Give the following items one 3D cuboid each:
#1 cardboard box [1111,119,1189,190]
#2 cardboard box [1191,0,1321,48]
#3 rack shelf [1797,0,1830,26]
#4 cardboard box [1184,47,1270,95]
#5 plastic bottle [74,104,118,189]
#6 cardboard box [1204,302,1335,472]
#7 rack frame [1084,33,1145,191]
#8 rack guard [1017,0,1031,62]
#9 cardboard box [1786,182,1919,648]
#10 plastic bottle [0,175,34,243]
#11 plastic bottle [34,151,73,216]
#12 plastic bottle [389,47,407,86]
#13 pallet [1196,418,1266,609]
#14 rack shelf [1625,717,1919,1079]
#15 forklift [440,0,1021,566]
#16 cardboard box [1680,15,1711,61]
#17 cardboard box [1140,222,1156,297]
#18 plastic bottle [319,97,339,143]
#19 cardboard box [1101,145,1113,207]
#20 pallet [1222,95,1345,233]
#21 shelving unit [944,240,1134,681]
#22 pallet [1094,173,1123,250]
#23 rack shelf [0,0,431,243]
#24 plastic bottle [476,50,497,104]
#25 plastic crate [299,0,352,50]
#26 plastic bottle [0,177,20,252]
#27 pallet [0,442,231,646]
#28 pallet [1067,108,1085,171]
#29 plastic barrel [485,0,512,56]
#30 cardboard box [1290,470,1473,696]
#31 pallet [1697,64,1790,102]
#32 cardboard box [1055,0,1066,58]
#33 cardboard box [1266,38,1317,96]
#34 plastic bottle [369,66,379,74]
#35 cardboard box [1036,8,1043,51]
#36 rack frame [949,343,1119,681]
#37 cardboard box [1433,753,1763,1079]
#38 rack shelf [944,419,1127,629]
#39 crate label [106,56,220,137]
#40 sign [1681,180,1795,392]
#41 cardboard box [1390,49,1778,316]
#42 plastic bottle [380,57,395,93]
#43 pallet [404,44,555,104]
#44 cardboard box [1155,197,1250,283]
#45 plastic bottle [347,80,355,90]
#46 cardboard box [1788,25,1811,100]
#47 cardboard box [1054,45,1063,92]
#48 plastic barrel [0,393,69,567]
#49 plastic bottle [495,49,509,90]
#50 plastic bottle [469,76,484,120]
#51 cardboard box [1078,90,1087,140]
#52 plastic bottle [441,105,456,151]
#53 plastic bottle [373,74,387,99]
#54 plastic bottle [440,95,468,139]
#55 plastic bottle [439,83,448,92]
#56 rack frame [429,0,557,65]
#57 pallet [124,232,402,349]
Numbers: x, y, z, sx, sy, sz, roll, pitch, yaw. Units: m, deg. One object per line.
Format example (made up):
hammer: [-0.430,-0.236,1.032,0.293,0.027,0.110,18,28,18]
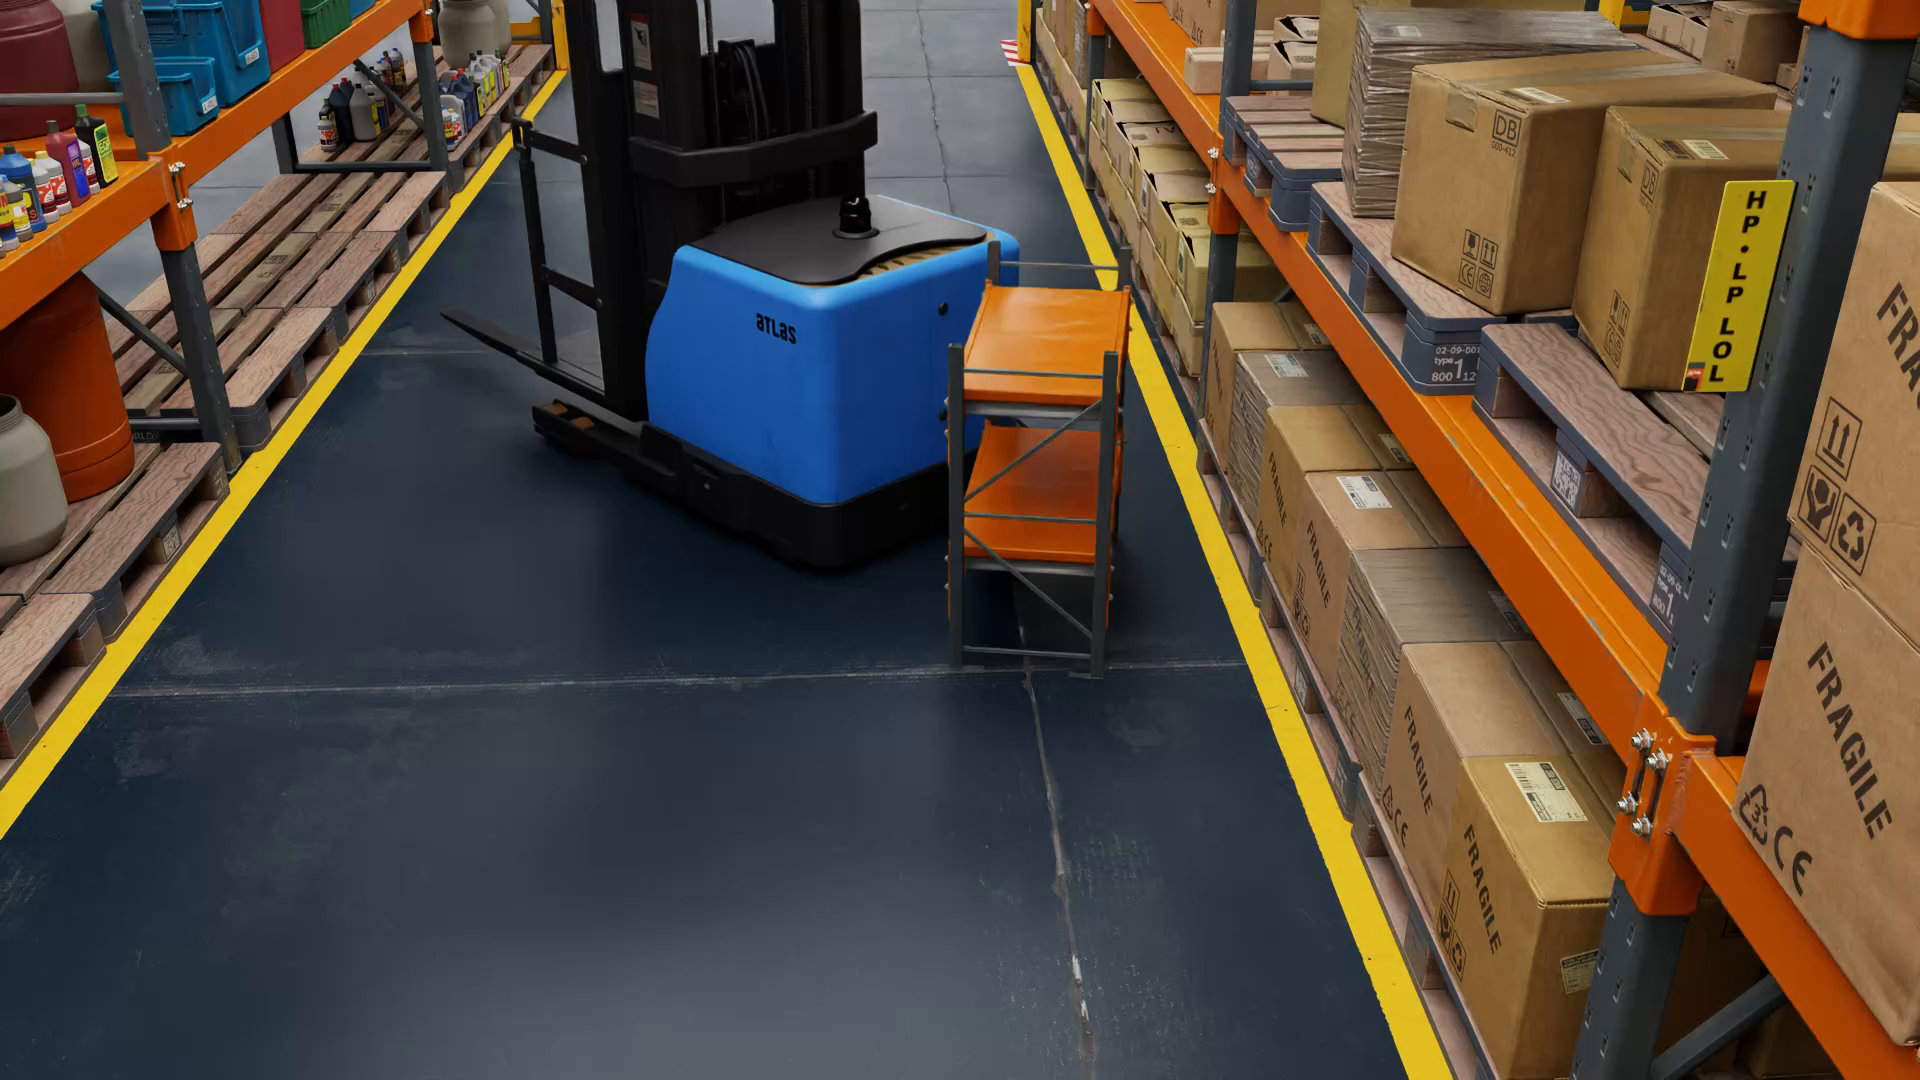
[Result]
cardboard box: [1.110,-2.117,8.977,0.500,0.311,0.500,-2,28,-4]
cardboard box: [1.393,-2.540,7.767,0.500,0.500,0.500,-3,28,-5]
rack shelf: [1.602,-1.808,4.007,1.077,0.370,4.000,-1,28,-3]
cardboard box: [1.174,-2.018,7.147,0.380,0.149,0.250,-1,28,-3]
plastic bottle: [-3.002,-1.375,5.768,0.061,0.283,0.133,-1,28,-3]
cardboard box: [1.236,-0.590,6.366,0.500,0.500,0.500,0,28,0]
rack frame: [1.288,-3.568,9.847,1.000,3.000,0.127,-1,28,-3]
rack guard: [1.078,-4.318,13.988,1.175,0.500,0.348,-1,28,-3]
cardboard box: [1.450,-0.137,2.079,0.500,0.500,0.500,-1,28,-1]
plastic bottle: [-2.987,-1.043,5.221,0.097,0.201,0.097,0,28,0]
plastic bottle: [-3.003,-1.178,5.480,0.097,0.201,0.097,0,28,0]
plastic bottle: [-4.084,-3.438,12.073,0.097,0.271,0.097,0,28,0]
pallet: [1.498,-0.139,6.288,1.003,0.211,1.213,-1,28,-3]
rack shelf: [1.810,1.369,1.159,1.077,0.370,4.000,-1,28,-3]
forklift: [-1.156,-1.791,6.514,1.130,2.935,3.031,-24,36,-38]
cardboard box: [6.002,-3.955,13.020,0.500,0.311,0.500,1,28,2]
cardboard box: [1.172,-1.395,8.201,0.500,0.250,0.500,-1,28,-1]
plastic bottle: [-4.013,-2.655,10.558,0.061,0.283,0.133,0,28,0]
cardboard box: [1.087,-2.107,9.565,0.500,0.250,0.500,-1,28,-1]
pallet: [1.603,-1.324,5.753,1.213,0.211,1.003,-1,28,-3]
shelving unit: [0.281,-0.298,5.605,0.538,1.125,1.048,3,28,7]
pallet: [1.366,-1.992,9.842,1.003,0.211,1.213,-1,28,-3]
rack shelf: [-3.554,-2.208,8.017,1.077,0.370,4.000,-1,28,-3]
plastic bottle: [-3.328,-3.223,11.574,0.144,0.351,0.185,0,28,-1]
plastic crate: [-3.286,-2.559,8.141,0.450,0.188,0.662,-1,28,-3]
plastic bottle: [-2.982,-1.029,5.119,0.097,0.271,0.097,0,28,0]
pallet: [-3.367,-0.003,6.028,1.003,0.211,1.213,-1,28,-3]
pallet: [1.289,-2.700,11.198,1.003,0.211,1.213,-1,28,-3]
plastic barrel: [-3.757,-4.078,13.062,0.421,0.512,0.421,0,28,0]
cardboard box: [1.322,0.124,4.996,0.500,0.500,0.500,-2,28,-4]
pallet: [6.098,-3.327,12.401,1.003,0.211,1.213,-1,28,-3]
cardboard box: [0.961,-3.769,11.941,0.500,0.500,0.500,-1,28,-3]
cardboard box: [1.522,-1.850,6.650,0.500,0.311,0.500,0,28,1]
plastic bottle: [-4.050,-3.140,11.501,0.097,0.271,0.097,0,28,0]
cardboard box: [0.885,-4.129,13.443,0.500,0.250,0.500,-1,28,-3]
rack frame: [0.216,-0.065,5.158,0.500,1.125,0.032,3,28,7]
cardboard box: [1.394,0.819,3.664,0.500,0.500,0.500,-2,28,-3]
rack shelf: [0.281,-0.081,5.718,0.538,0.278,1.000,3,28,7]
crate label: [-3.097,-1.732,6.509,0.303,0.233,0.416,-1,28,-3]
sign: [1.152,-0.372,2.467,0.100,0.325,0.005,-1,28,-3]
cardboard box: [1.552,-0.918,4.205,0.700,0.500,0.500,-8,29,-16]
plastic bottle: [-4.066,-3.280,11.769,0.097,0.271,0.097,0,28,0]
pallet: [-3.779,-3.652,13.023,1.003,0.211,1.213,-1,28,-3]
cardboard box: [1.190,-1.412,7.627,0.500,0.311,0.500,-2,28,-3]
plastic bottle: [-4.040,-2.894,11.017,0.061,0.283,0.133,0,28,1]
cardboard box: [6.141,-3.254,11.473,0.500,0.500,0.500,-3,28,-7]
cardboard box: [0.962,-3.437,12.114,0.500,0.250,0.500,-1,28,-3]
plastic barrel: [-3.288,-0.202,5.630,0.421,0.512,0.421,0,28,0]
plastic bottle: [-3.309,-3.397,11.981,0.061,0.283,0.133,-1,28,-1]
plastic bottle: [-3.263,-2.988,11.197,0.061,0.283,0.133,0,28,0]
cardboard box: [1.046,-2.744,10.787,0.500,0.250,0.500,-1,28,-3]
plastic bottle: [-3.237,-2.593,10.453,0.097,0.271,0.097,0,28,0]
plastic bottle: [-3.906,-2.983,11.188,0.061,0.283,0.133,-1,28,-3]
plastic bottle: [-3.282,-2.744,10.737,0.152,0.276,0.135,0,28,-1]
plastic bottle: [-3.414,-2.882,11.007,0.097,0.271,0.097,0,28,0]
rack frame: [-3.867,-5.297,13.163,1.000,3.000,0.127,-1,28,-3]
pallet: [-3.512,-1.287,8.490,1.003,0.211,1.213,-1,28,-3]
